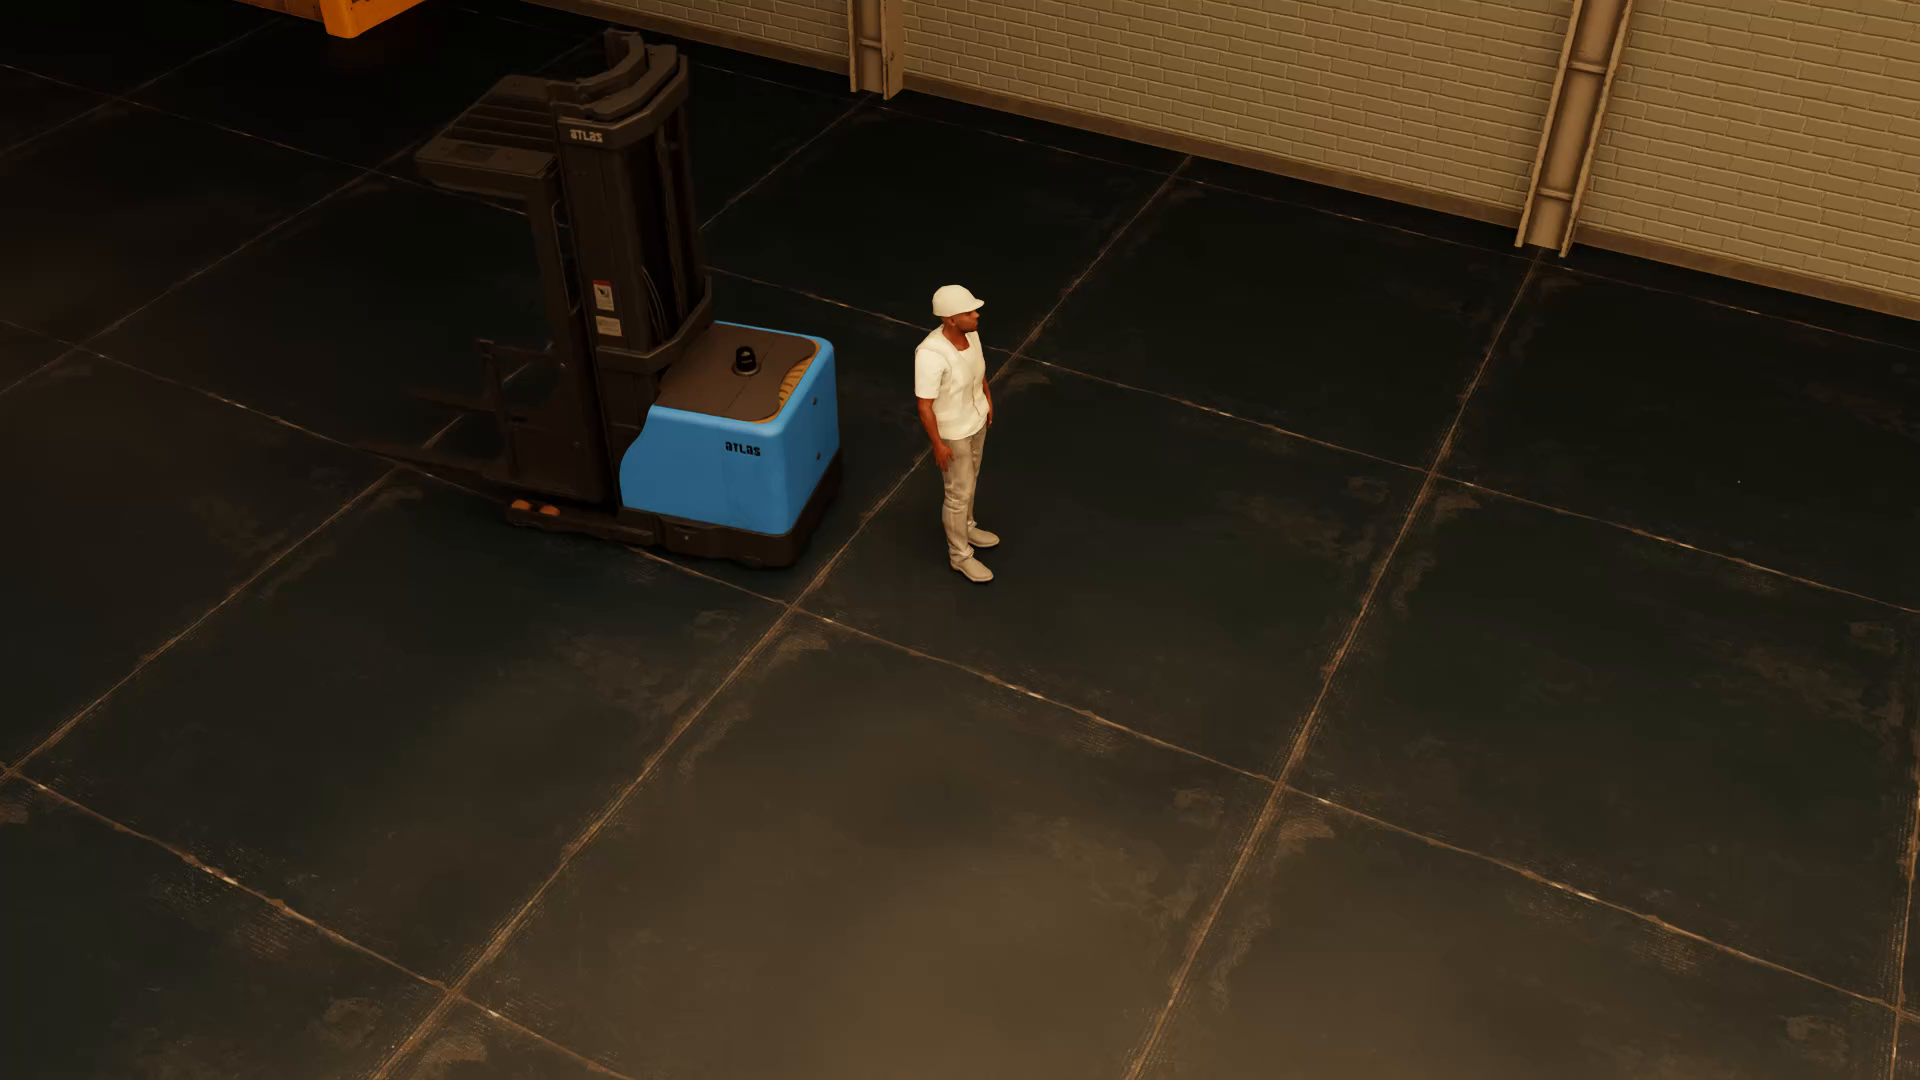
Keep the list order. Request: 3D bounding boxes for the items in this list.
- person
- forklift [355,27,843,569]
[{"bbox_3d":[0.060,-0.655,9.662,0.575,1.761,0.666,18,43,21],"label":"person"},{"bbox_3d":[-2.322,-1.484,9.749,3.031,2.935,1.130,11,41,12],"label":"forklift"}]
